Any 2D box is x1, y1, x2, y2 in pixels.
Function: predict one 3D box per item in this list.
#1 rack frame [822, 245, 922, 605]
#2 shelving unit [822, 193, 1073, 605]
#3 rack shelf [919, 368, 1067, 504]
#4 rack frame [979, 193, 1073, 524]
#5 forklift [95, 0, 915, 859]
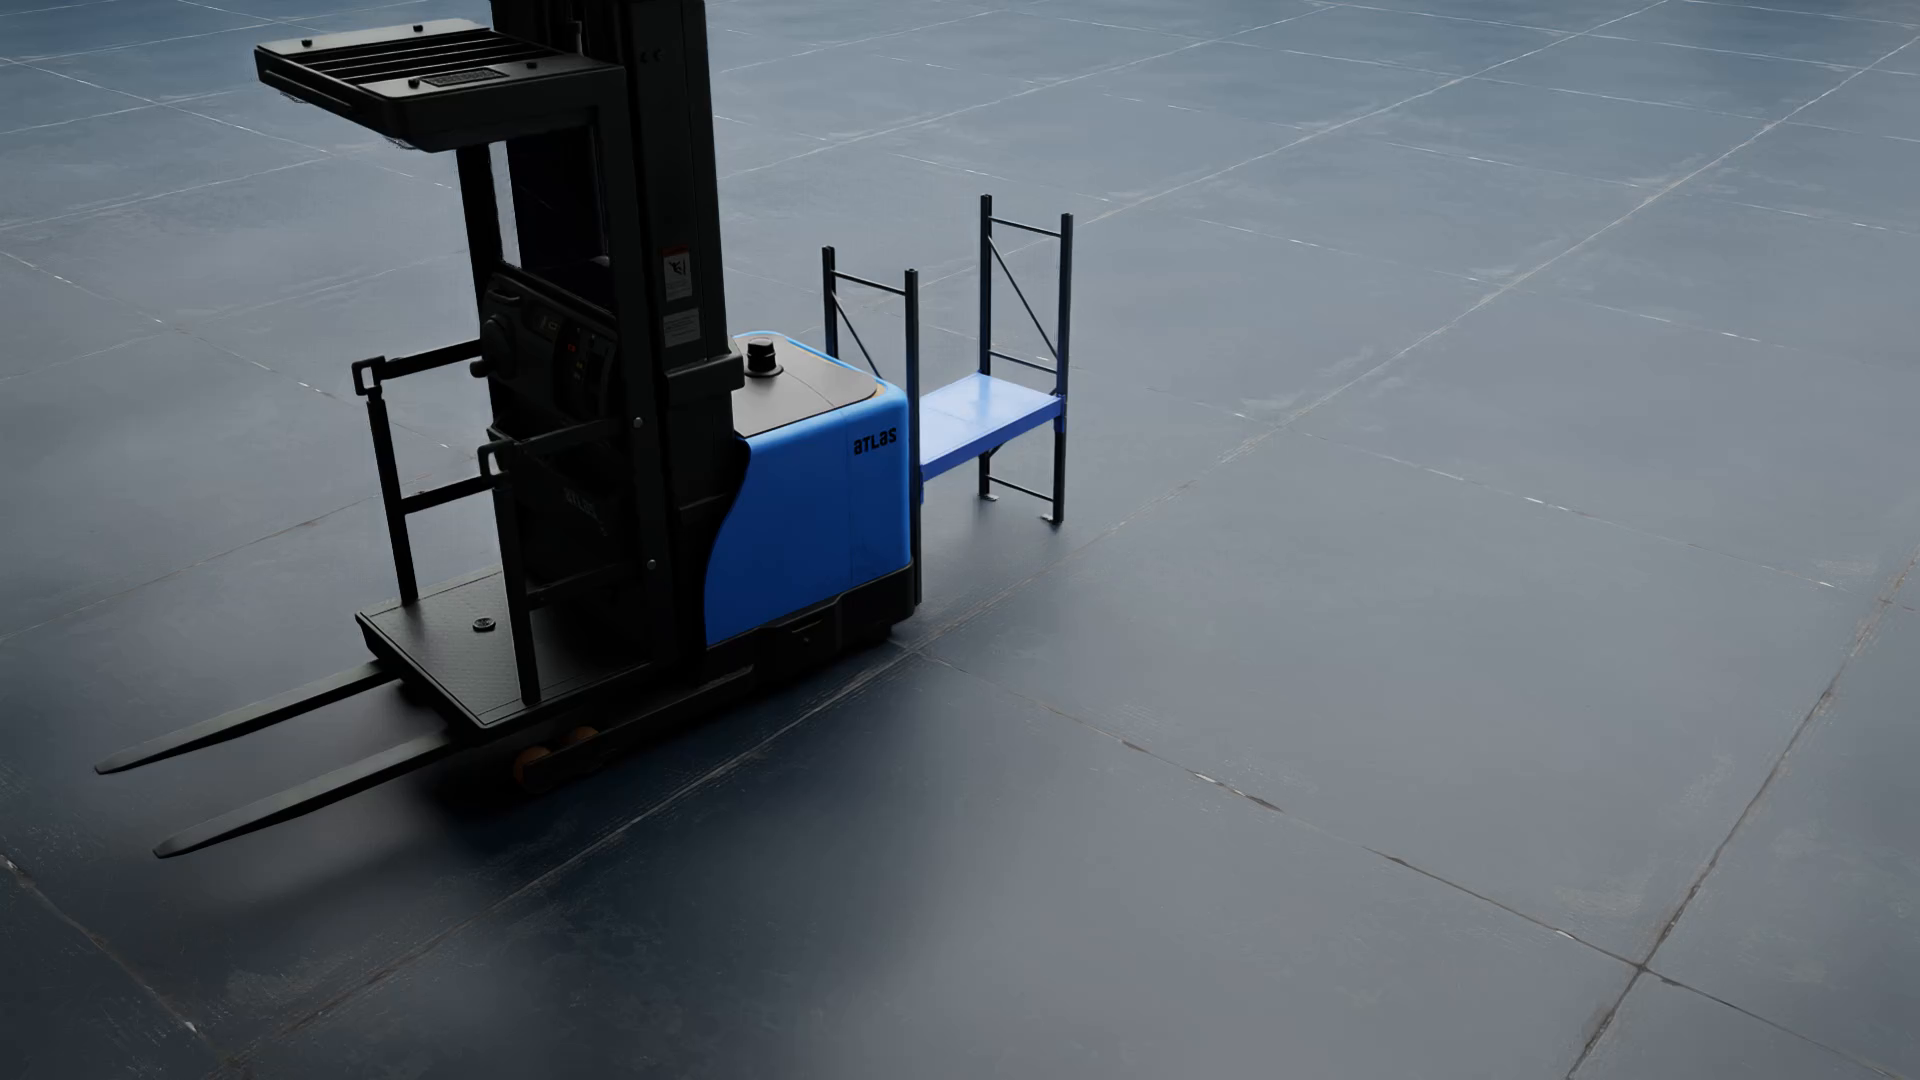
[{"bbox_3d":[-0.365,-0.464,7.014,0.500,1.500,0.032,21,34,35],"label":"rack frame"},{"bbox_3d":[-0.036,-0.642,7.358,0.538,1.500,1.048,21,34,35],"label":"shelving unit"},{"bbox_3d":[-0.036,-0.482,7.441,0.538,0.185,1.000,21,34,35],"label":"rack shelf"},{"bbox_3d":[0.292,-0.820,7.703,0.500,1.500,0.032,21,34,35],"label":"rack frame"},{"bbox_3d":[-1.634,-0.662,5.840,3.031,2.935,1.130,-22,34,-36],"label":"forklift"}]
